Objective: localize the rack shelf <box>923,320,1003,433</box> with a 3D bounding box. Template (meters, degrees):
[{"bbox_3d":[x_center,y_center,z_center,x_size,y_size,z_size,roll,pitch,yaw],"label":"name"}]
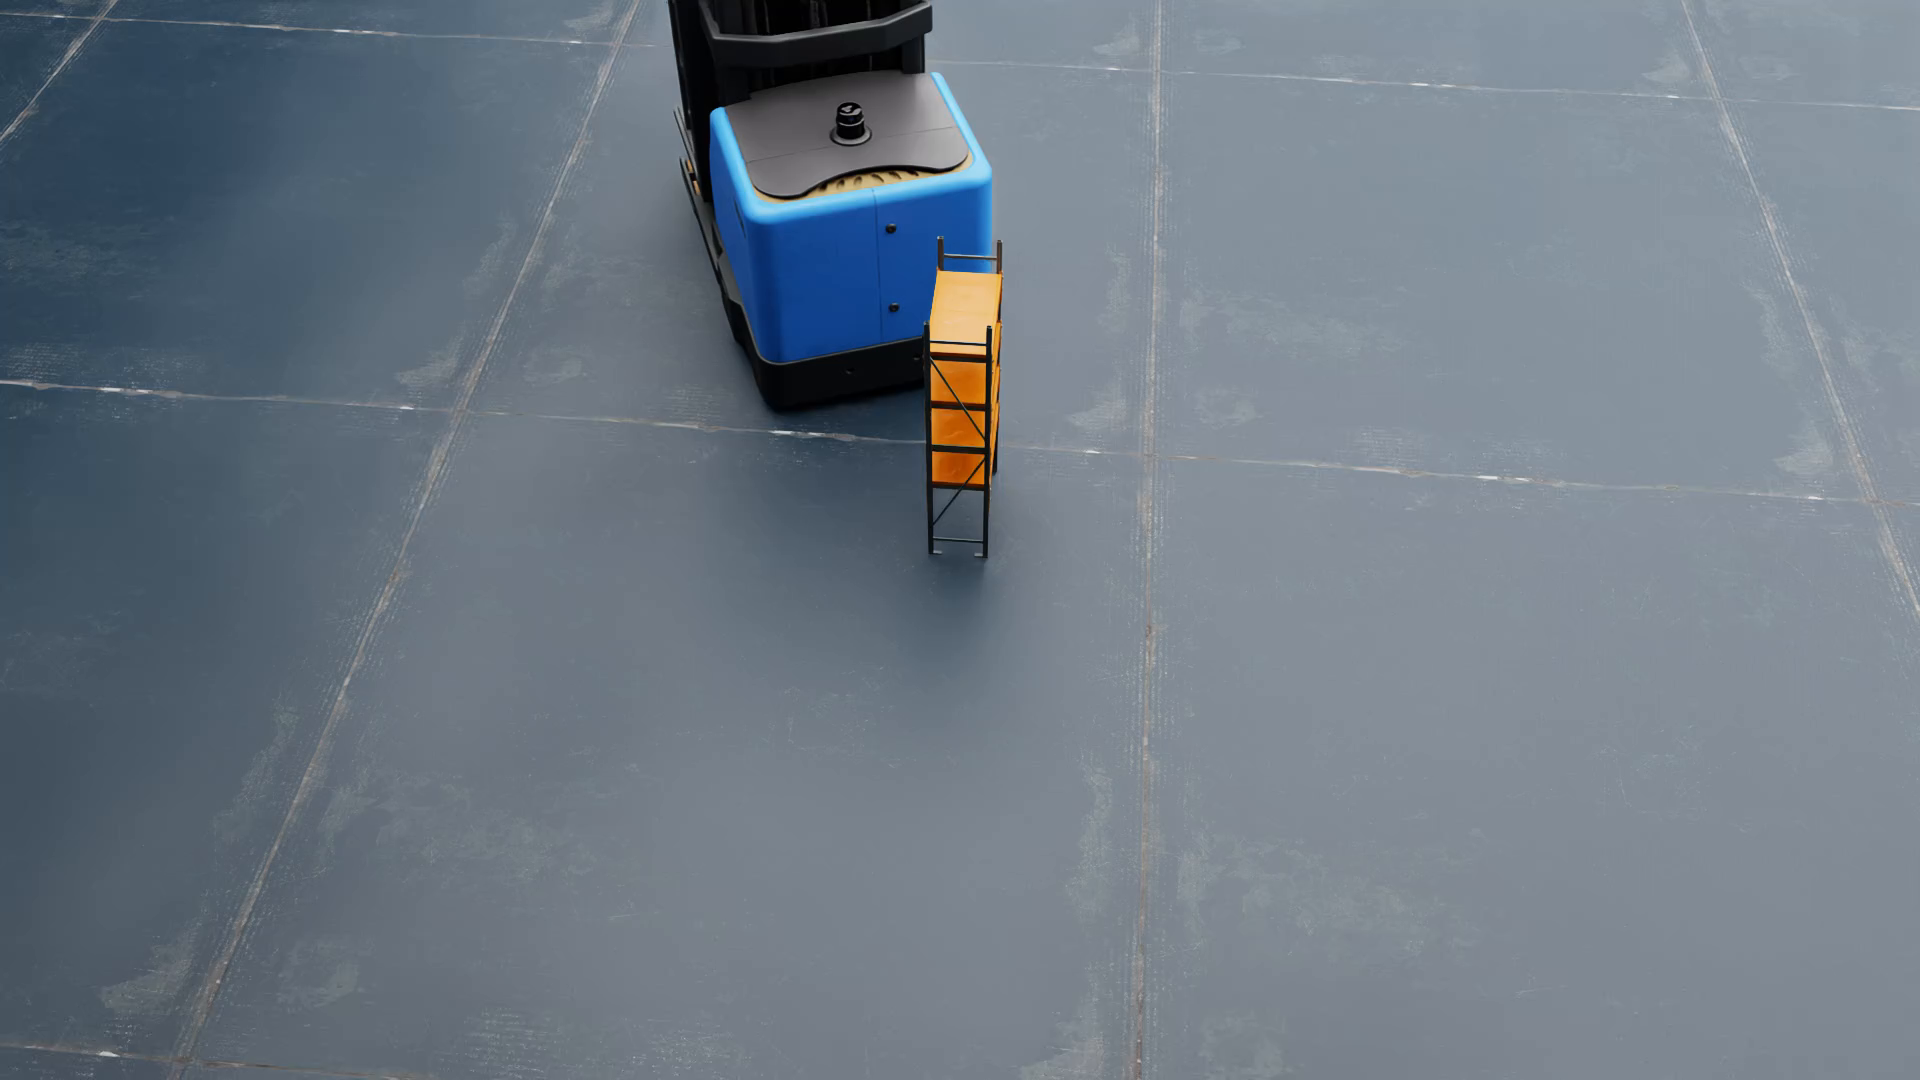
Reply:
[{"bbox_3d":[0.015,-0.632,6.303,0.258,0.148,0.480,4,48,4],"label":"rack shelf"}]

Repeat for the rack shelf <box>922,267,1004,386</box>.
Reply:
[{"bbox_3d":[0.015,-0.792,6.129,0.258,0.148,0.480,4,48,4],"label":"rack shelf"}]

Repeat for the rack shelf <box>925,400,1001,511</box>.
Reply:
[{"bbox_3d":[0.015,-0.347,6.615,0.258,0.148,0.480,4,48,4],"label":"rack shelf"}]

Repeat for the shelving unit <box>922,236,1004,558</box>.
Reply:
[{"bbox_3d":[0.015,-0.527,6.419,0.258,1.200,0.503,4,48,4],"label":"shelving unit"}]

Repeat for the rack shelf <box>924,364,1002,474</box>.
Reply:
[{"bbox_3d":[0.015,-0.481,6.468,0.258,0.148,0.480,4,48,4],"label":"rack shelf"}]

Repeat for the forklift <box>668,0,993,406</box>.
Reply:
[{"bbox_3d":[-0.766,-2.679,7.214,1.130,2.935,3.031,-13,49,-11],"label":"forklift"}]

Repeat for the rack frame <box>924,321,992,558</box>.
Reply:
[{"bbox_3d":[-0.007,-0.347,6.255,0.240,1.200,0.015,4,48,4],"label":"rack frame"}]

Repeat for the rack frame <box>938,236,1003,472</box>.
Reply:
[{"bbox_3d":[0.037,-0.706,6.582,0.240,1.200,0.015,4,48,4],"label":"rack frame"}]
